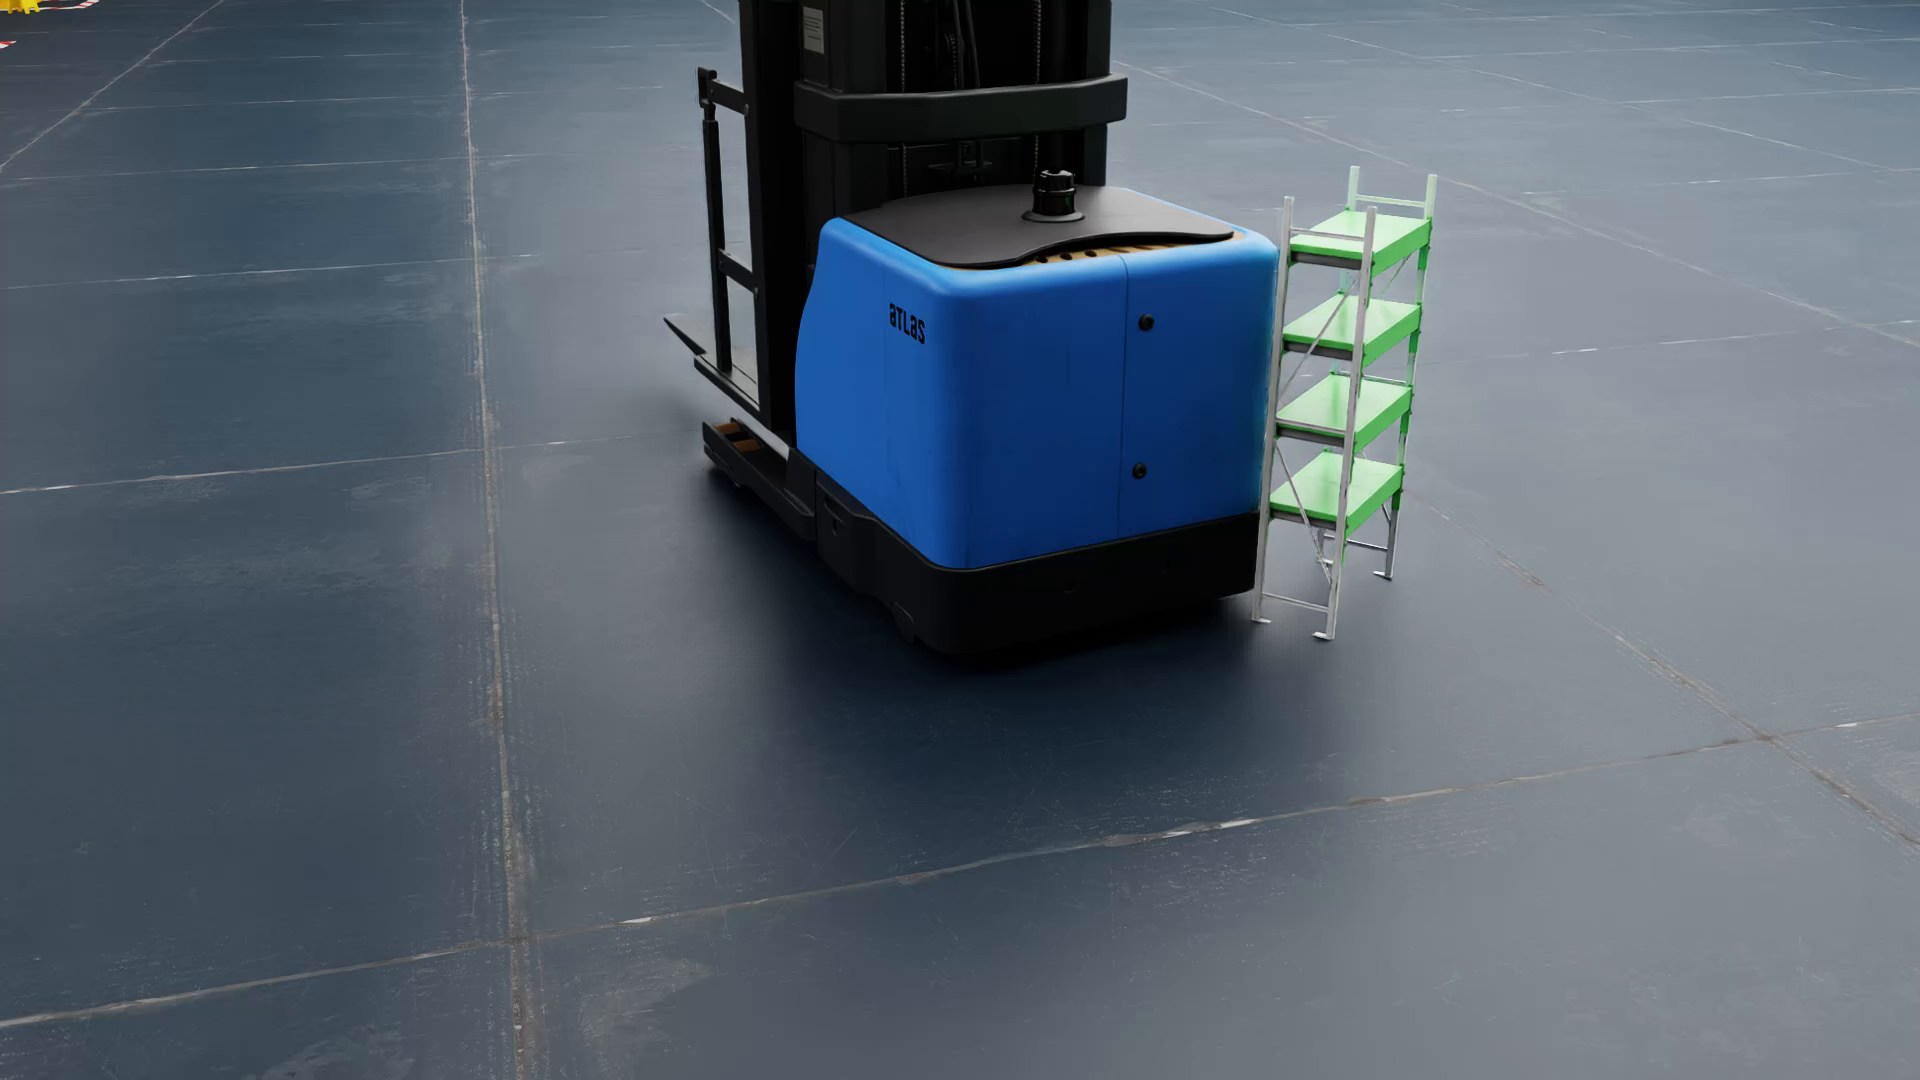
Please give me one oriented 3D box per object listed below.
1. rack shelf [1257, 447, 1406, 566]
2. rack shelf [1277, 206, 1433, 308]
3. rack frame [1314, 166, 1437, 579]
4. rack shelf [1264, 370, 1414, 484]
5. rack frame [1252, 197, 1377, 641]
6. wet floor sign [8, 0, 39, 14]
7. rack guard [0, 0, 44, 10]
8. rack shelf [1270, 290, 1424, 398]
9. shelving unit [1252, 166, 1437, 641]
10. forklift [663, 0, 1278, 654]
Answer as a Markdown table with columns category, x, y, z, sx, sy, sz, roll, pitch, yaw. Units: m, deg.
| category | x | y | z | sx | sy | sz | roll | pitch | yaw |
| --- | --- | --- | --- | --- | --- | --- | --- | --- | --- |
| rack shelf | 1.062 | -0.103 | 4.738 | 0.258 | 0.148 | 0.480 | 14 | 27 | 29 |
| rack shelf | 1.062 | -0.764 | 4.454 | 0.258 | 0.148 | 0.480 | 14 | 27 | 29 |
| rack frame | 1.192 | -0.463 | 4.809 | 0.240 | 1.200 | 0.015 | 14 | 27 | 29 |
| rack shelf | 1.062 | -0.323 | 4.644 | 0.258 | 0.148 | 0.480 | 14 | 27 | 29 |
| rack frame | 0.933 | -0.300 | 4.428 | 0.240 | 1.200 | 0.015 | 14 | 27 | 29 |
| wet floor sign | -11.329 | -6.679 | 19.998 | 0.232 | 0.644 | 0.267 | 2 | 23 | 4 |
| rack guard | -11.874 | -6.990 | 20.908 | 0.348 | 0.500 | 1.175 | -6 | 24 | -14 |
| rack shelf | 1.062 | -0.544 | 4.549 | 0.258 | 0.148 | 0.480 | 14 | 27 | 29 |
| shelving unit | 1.062 | -0.382 | 4.618 | 0.258 | 1.200 | 0.503 | 14 | 27 | 29 |
| forklift | -0.245 | -1.592 | 5.243 | 1.130 | 2.935 | 3.031 | -11 | 26 | -24 |
